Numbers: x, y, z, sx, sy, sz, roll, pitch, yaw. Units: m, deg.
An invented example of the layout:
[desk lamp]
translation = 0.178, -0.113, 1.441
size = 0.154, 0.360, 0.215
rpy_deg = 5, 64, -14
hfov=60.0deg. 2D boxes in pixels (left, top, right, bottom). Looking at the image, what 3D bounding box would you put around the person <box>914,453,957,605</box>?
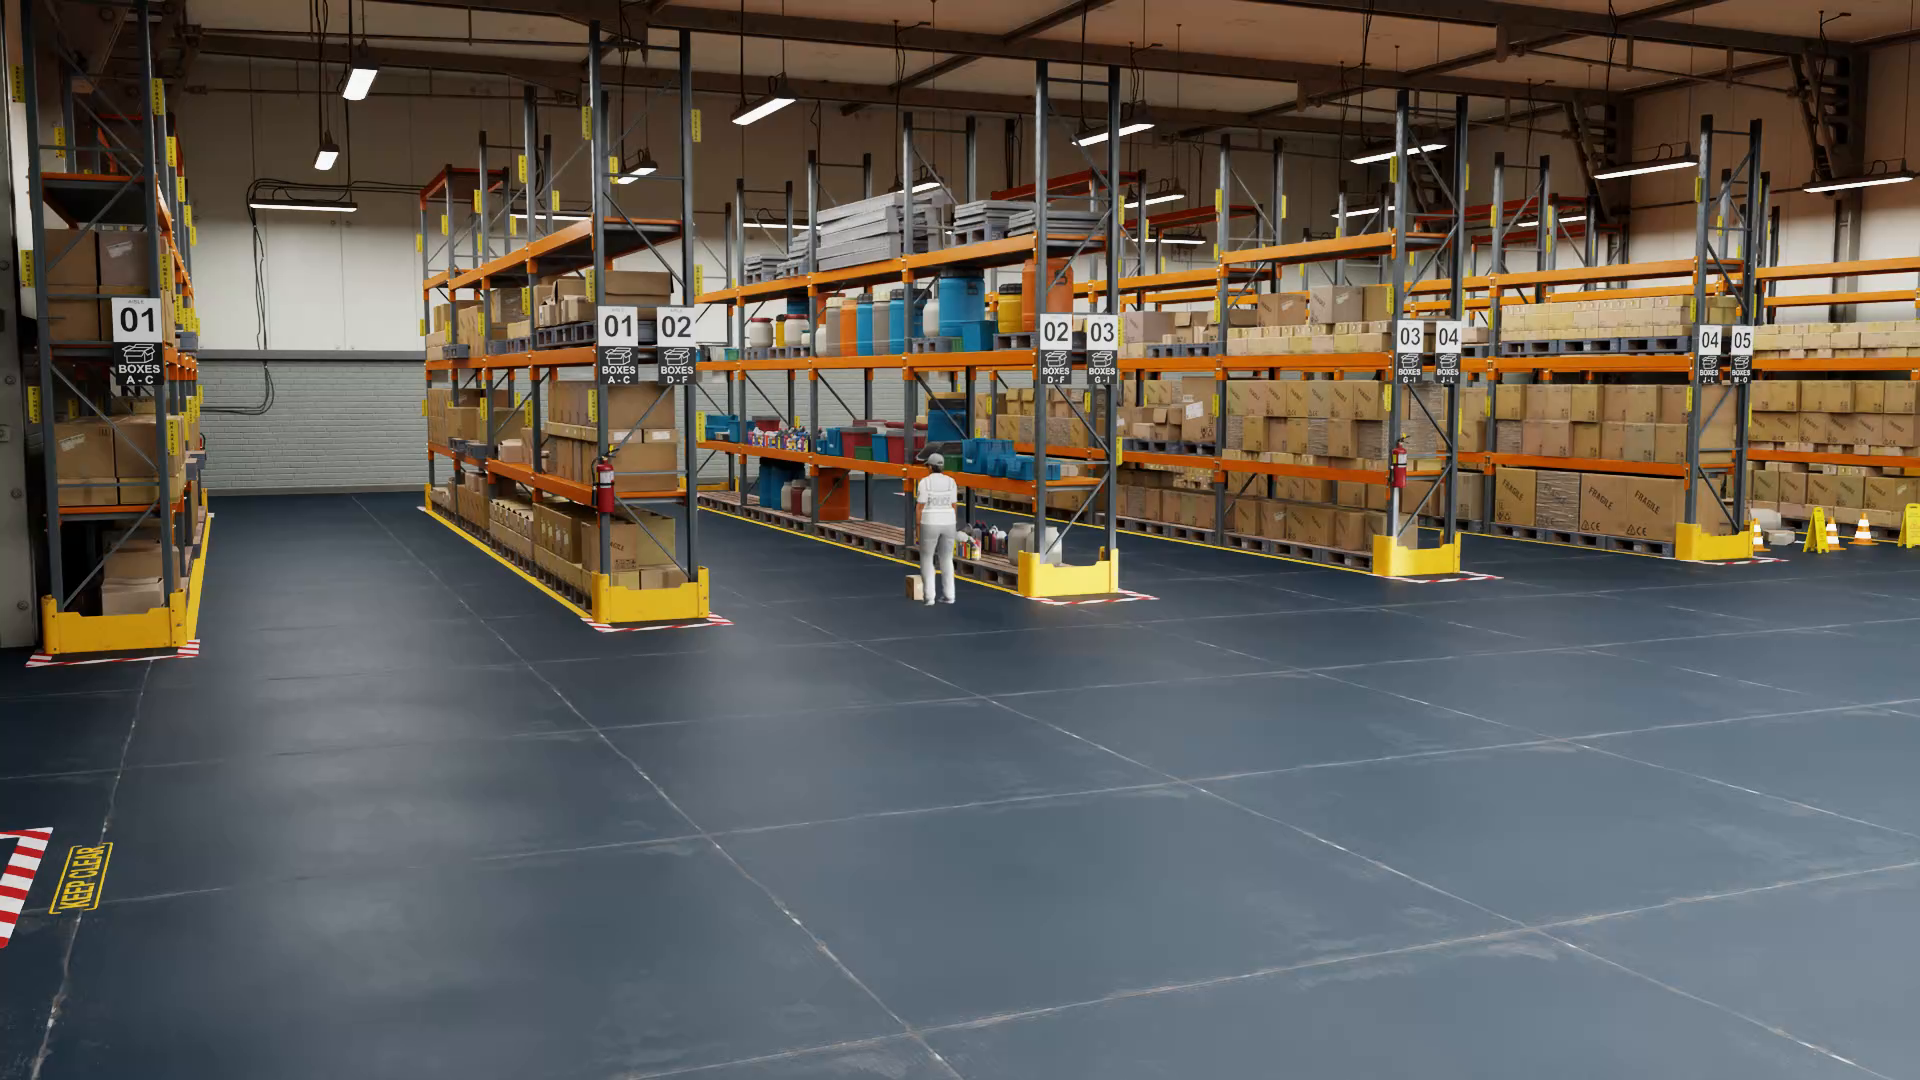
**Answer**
[person]
translation = -0.273, -0.097, 18.301
size = 0.468, 1.715, 0.389
rpy_deg = -2, 6, -22
